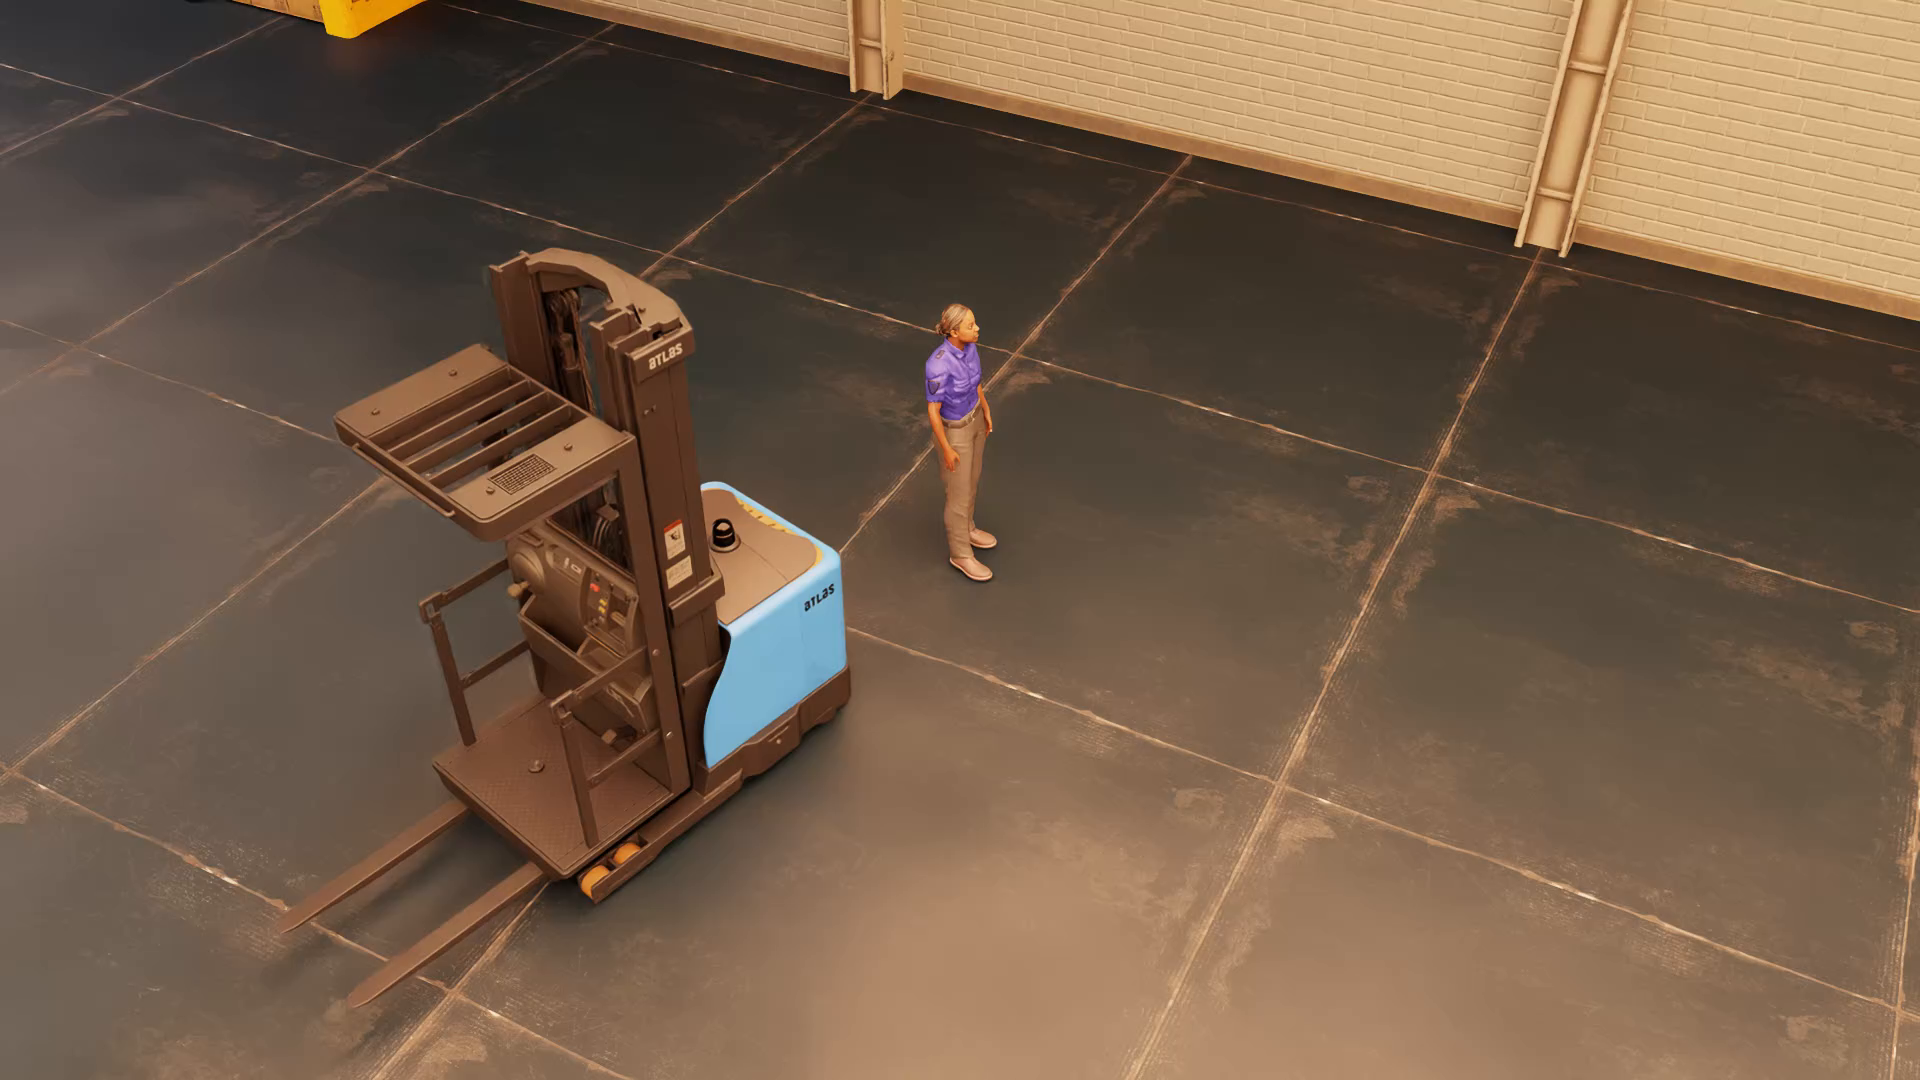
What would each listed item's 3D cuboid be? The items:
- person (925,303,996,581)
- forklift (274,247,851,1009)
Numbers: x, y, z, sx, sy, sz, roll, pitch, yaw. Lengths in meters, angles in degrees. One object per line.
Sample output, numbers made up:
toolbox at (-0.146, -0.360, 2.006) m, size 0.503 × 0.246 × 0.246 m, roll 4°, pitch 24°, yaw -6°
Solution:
person at (0.068, -0.601, 9.680) m, size 0.504 × 1.654 × 0.569 m, roll 18°, pitch 43°, yaw 21°
forklift at (-1.953, 0.273, 7.663) m, size 1.130 × 2.935 × 3.031 m, roll 30°, pitch 48°, yaw 31°
